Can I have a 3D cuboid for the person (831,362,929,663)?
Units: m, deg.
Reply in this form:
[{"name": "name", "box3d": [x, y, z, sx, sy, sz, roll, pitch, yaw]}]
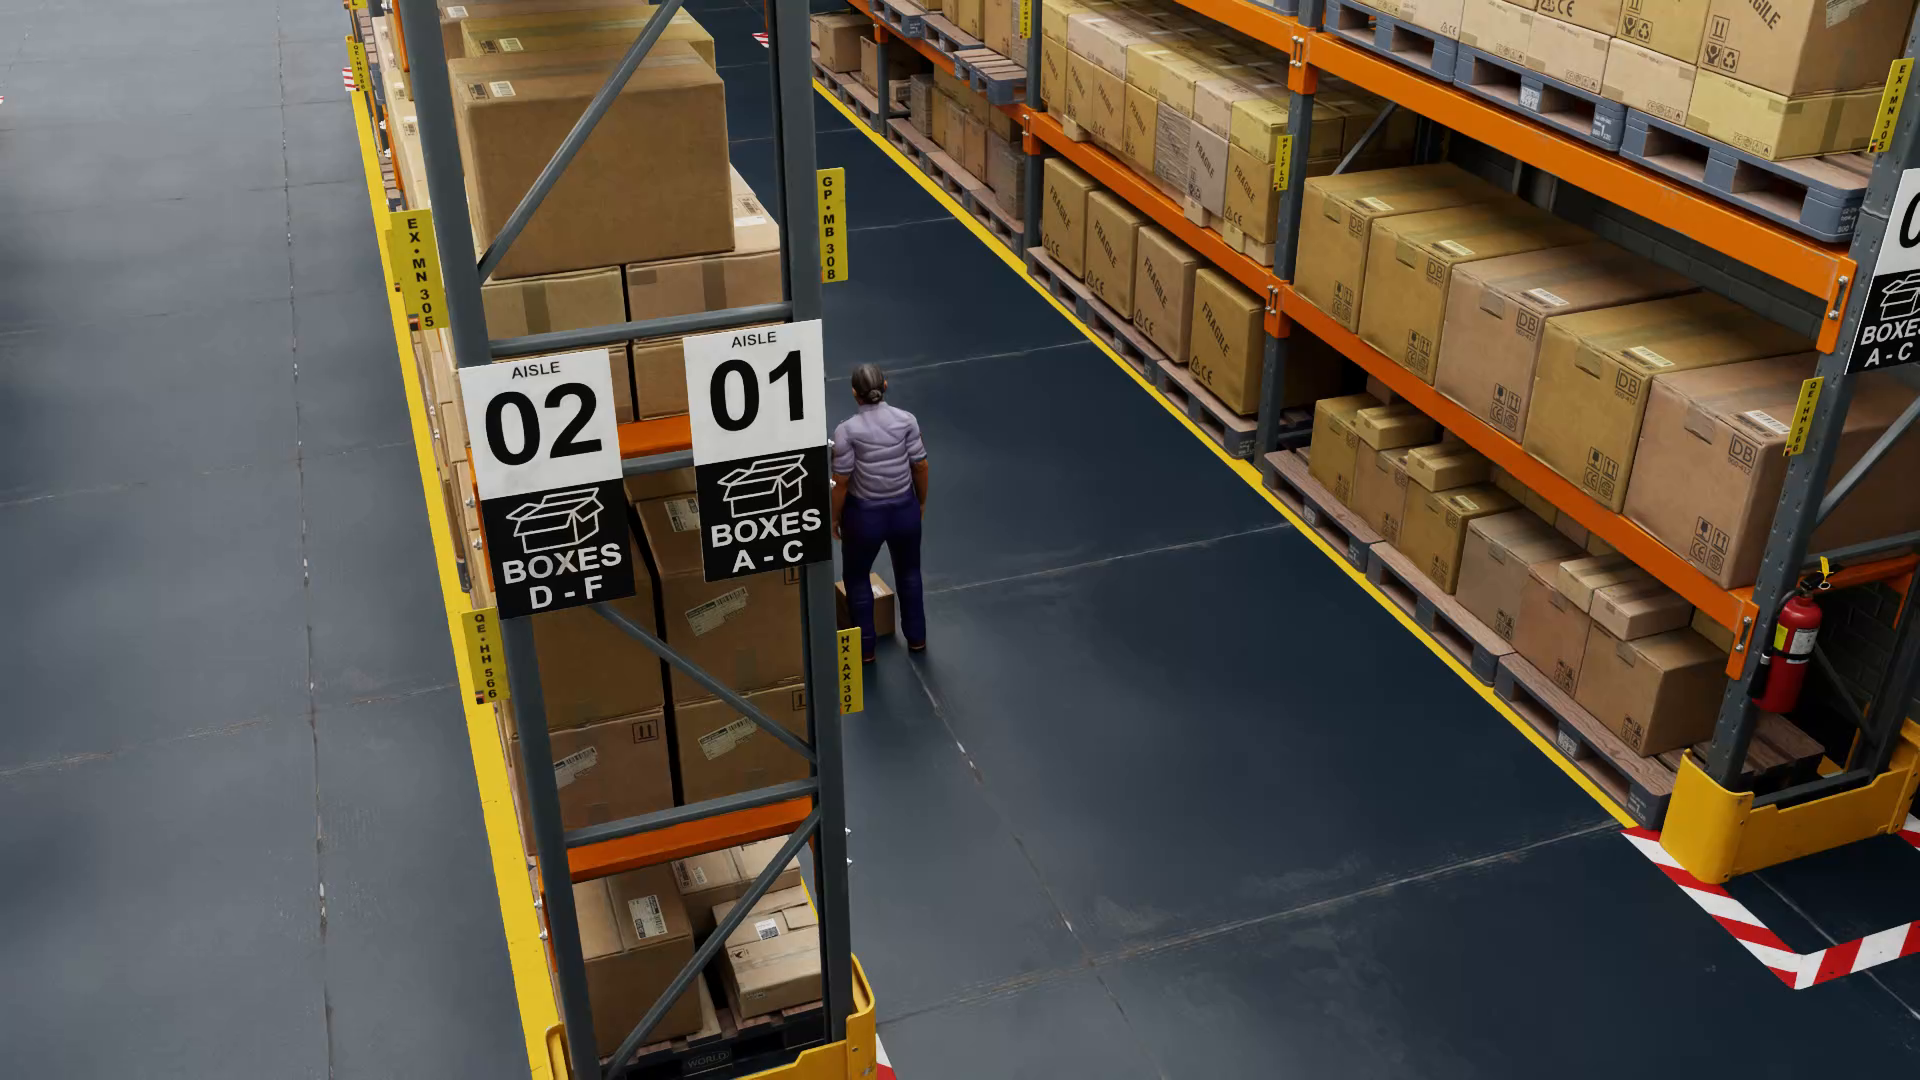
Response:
[{"name": "person", "box3d": [-0.411, -0.123, 8.572, 0.539, 1.637, 0.377, -11, 32, -18]}]
